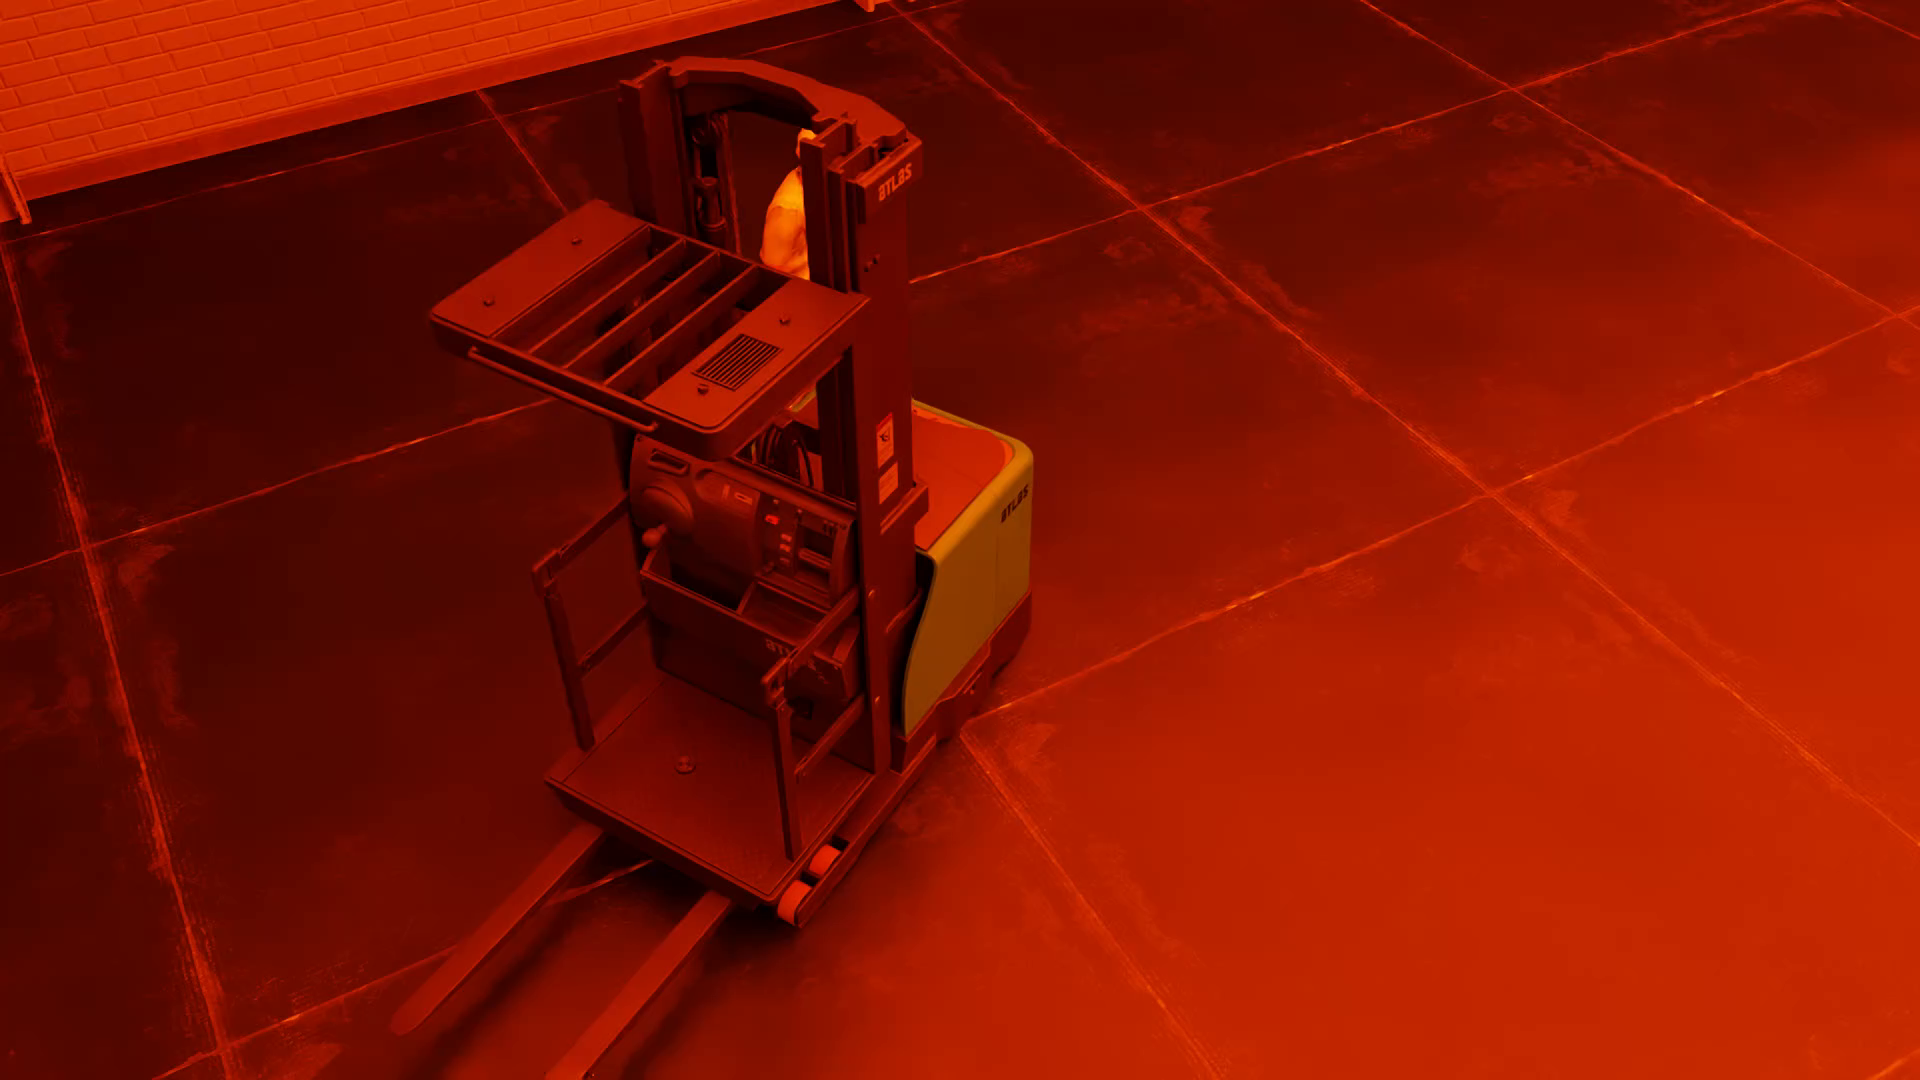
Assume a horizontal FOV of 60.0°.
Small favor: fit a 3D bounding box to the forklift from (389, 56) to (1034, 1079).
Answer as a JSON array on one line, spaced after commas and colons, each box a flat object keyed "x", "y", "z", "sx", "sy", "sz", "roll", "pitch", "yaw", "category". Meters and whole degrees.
[{"x": -0.888, "y": 0.012, "z": 5.684, "sx": 1.130, "sy": 2.935, "sz": 3.031, "roll": 23, "pitch": 47, "yaw": 23, "category": "forklift"}]

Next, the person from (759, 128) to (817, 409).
[{"x": -0.647, "y": -1.161, "z": 7.761, "sx": 0.429, "sy": 1.749, "sz": 0.849, "roll": 13, "pitch": 44, "yaw": 14, "category": "person"}]
